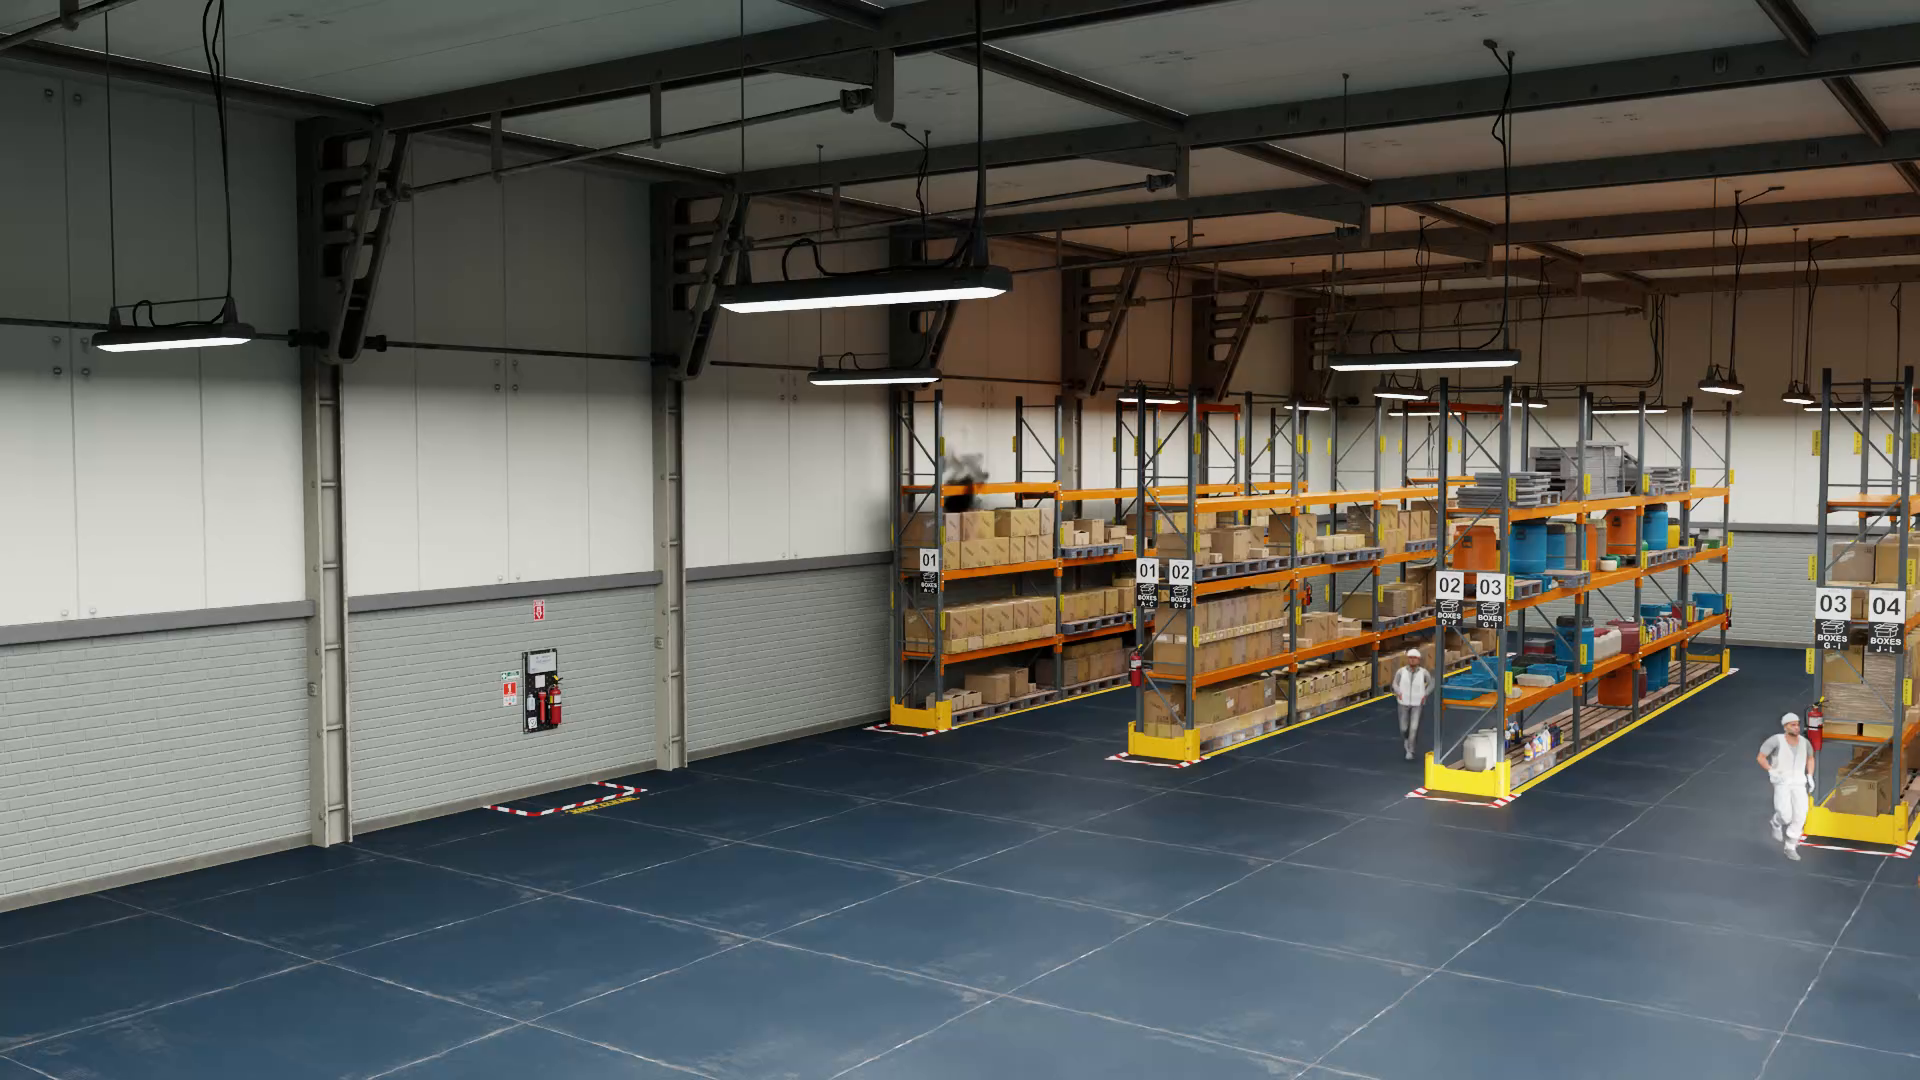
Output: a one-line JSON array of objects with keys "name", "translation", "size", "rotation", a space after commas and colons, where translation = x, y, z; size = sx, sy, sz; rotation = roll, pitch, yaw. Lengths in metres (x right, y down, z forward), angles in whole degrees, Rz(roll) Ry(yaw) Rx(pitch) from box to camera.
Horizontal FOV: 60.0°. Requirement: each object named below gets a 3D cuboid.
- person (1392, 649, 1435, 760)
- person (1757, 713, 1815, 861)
[{"name": "person", "translation": [7.280, 2.622, 26.737], "size": [0.657, 1.748, 0.752], "rotation": [1, 3, 21]}, {"name": "person", "translation": [10.135, 2.990, 20.364], "size": [0.697, 1.759, 0.670], "rotation": [0, 3, 5]}]
